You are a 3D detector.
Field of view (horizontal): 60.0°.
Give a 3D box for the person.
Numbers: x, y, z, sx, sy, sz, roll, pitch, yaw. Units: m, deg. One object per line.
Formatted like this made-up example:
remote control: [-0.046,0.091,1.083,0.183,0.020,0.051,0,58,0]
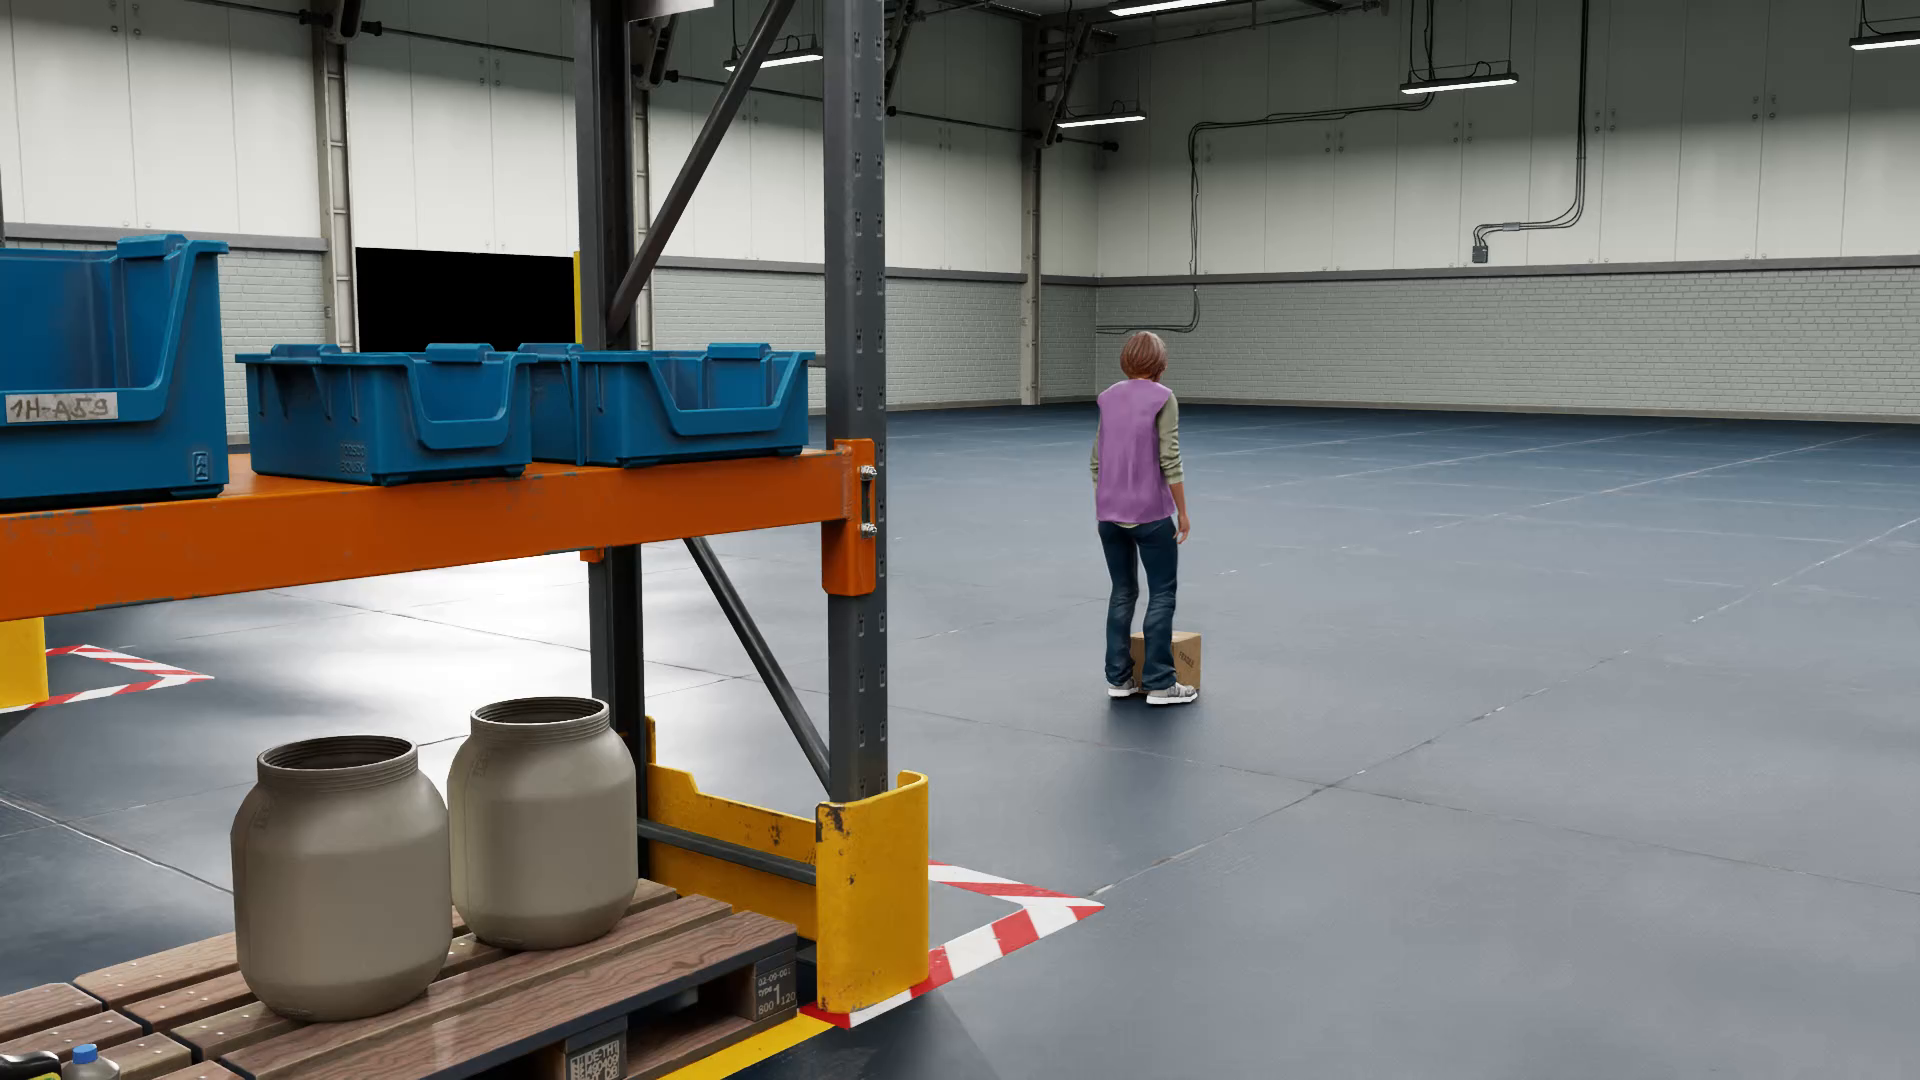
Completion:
person: [0.775,-0.075,7.173,0.461,1.548,0.365,6,9,39]
